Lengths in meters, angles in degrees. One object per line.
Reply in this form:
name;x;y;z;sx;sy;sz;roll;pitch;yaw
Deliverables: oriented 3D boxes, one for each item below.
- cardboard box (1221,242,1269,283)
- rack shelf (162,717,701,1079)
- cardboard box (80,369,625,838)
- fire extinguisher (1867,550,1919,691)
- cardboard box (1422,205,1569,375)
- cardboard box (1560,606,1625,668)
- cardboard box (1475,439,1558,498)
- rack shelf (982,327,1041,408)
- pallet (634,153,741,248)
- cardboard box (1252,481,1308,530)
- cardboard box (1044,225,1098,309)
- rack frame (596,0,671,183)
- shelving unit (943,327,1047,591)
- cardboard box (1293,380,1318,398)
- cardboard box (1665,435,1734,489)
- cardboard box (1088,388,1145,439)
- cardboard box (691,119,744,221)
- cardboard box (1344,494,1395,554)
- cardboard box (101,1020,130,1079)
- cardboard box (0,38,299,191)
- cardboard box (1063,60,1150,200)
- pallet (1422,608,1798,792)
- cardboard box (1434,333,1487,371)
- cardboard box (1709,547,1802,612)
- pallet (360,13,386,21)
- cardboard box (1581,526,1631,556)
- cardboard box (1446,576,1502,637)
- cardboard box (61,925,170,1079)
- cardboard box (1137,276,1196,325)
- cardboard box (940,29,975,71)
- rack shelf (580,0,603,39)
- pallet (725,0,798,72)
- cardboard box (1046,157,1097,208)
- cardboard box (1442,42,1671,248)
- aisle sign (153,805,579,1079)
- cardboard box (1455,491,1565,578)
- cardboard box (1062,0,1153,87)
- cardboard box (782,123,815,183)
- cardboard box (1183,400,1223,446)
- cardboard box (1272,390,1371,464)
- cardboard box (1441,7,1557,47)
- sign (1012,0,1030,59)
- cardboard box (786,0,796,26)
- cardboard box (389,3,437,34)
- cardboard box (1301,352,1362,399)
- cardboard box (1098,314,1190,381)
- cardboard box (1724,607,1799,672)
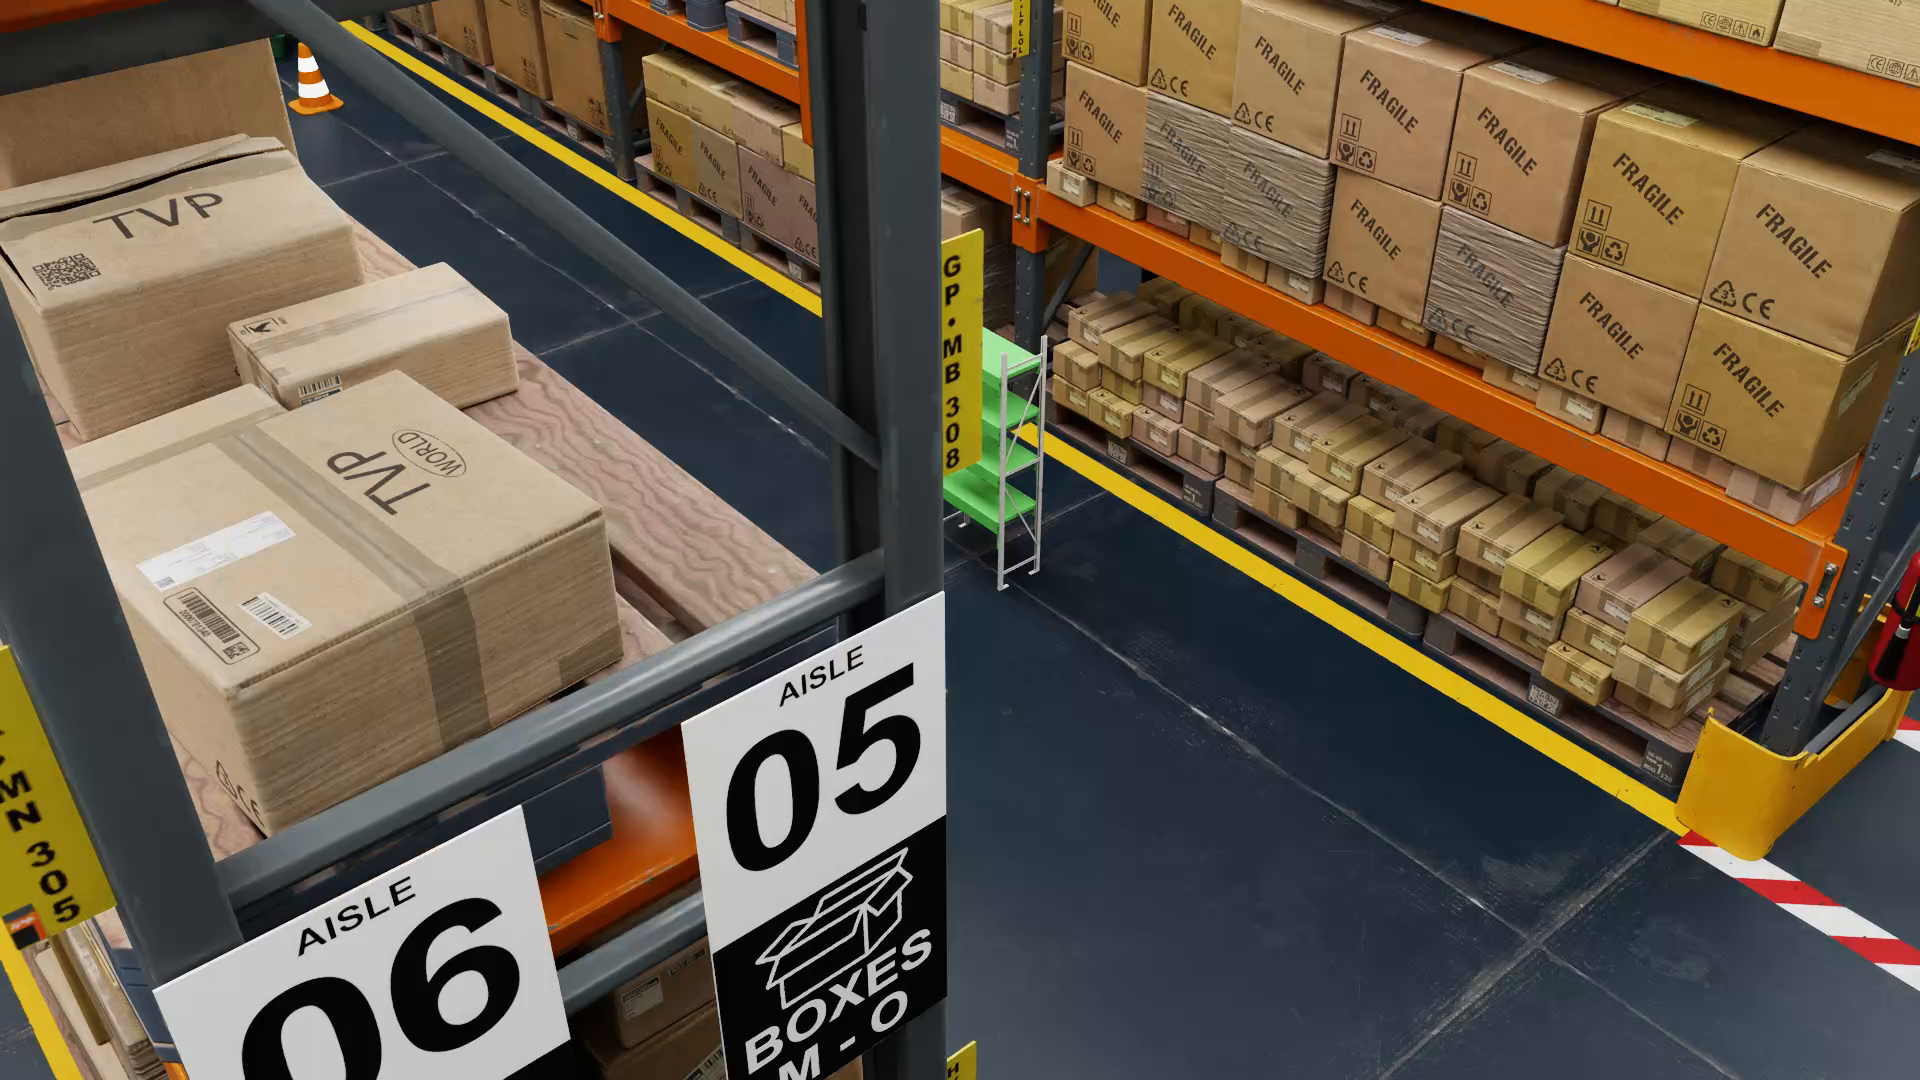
cardboard box;1.348;-1.267;7.161;0.380;0.149;0.250;-25;42;-31
rack shelf;-1.730;-0.215;3.486;1.077;0.370;4.000;-26;43;-32
cardboard box;-0.798;0.058;2.157;0.500;0.250;0.500;30;45;35
fire extinguisher;3.087;0.174;5.298;0.296;0.674;0.183;-26;43;-32
cardboard box;2.127;-1.007;6.232;0.500;0.500;0.500;-26;43;-32
cardboard box;2.591;0.316;6.555;0.380;0.149;0.250;-27;43;-33
cardboard box;2.469;-0.342;7.226;0.380;0.149;0.250;-24;42;-30
rack shelf;0.107;-0.756;7.060;0.258;0.148;0.480;-26;43;-32
pallet;-1.383;-2.341;10.873;1.003;0.211;1.213;-26;43;-32
cardboard box;1.553;-0.228;7.580;0.380;0.149;0.250;-27;44;-33
cardboard box;0.421;-1.635;9.263;0.500;0.500;0.500;-24;42;-30
rack frame;-1.886;-3.825;10.555;1.000;3.000;0.127;-26;43;-32
shelving unit;0.107;-0.417;7.300;0.258;1.200;0.503;-26;43;-32
cardboard box;1.778;-0.688;7.973;0.380;0.149;0.250;-25;42;-31
cardboard box;2.719;-0.353;5.870;0.380;0.149;0.250;-26;43;-32
cardboard box;0.857;-0.669;8.202;0.380;0.149;0.250;-25;42;-31
cardboard box;-1.297;-2.348;10.269;0.500;0.500;0.500;-25;43;-31
cardboard box;1.886;-0.121;7.172;0.380;0.149;0.250;-24;42;-30
cardboard box;-1.605;0.992;3.667;0.500;0.500;0.500;-25;42;-31
cardboard box;-1.626;-0.825;3.188;0.500;0.500;0.500;-25;42;-31
cardboard box;0.823;-1.908;7.505;0.500;0.500;0.500;-27;43;-33
pallet;2.731;0.440;6.946;1.003;0.211;1.213;-26;43;-32
cardboard box;2.087;-0.830;6.544;0.380;0.149;0.250;-28;44;-34
cardboard box;3.198;0.099;6.604;0.380;0.149;0.250;-28;44;-34
pallet;-4.898;-4.818;14.370;1.003;0.211;1.213;-26;43;-32
cardboard box;2.776;0.034;6.953;0.380;0.149;0.250;-25;43;-31
cardboard box;2.260;0.216;6.953;0.380;0.149;0.250;-26;43;-31
cardboard box;-1.292;0.805;3.066;0.500;0.500;0.500;-26;43;-32
cardboard box;1.124;-1.249;8.507;0.380;0.149;0.250;-25;42;-31
cardboard box;0.117;-2.467;8.234;0.380;0.149;0.250;-26;43;-31
rack shelf;-3.176;-4.414;12.010;1.077;0.370;4.000;-26;43;-32
pallet;-0.577;-2.888;9.398;1.003;0.211;1.213;-26;43;-32
cardboard box;0.628;-1.709;7.785;0.380;0.149;0.250;-24;42;-30
cardboard box;2.122;-1.422;5.954;0.500;0.500;0.500;-24;42;-30
aisle sign;-0.630;0.685;1.939;0.394;0.787;0.004;-26;43;-32
cardboard box;2.240;-0.020;6.771;0.380;0.149;0.250;-28;44;-33
cardboard box;0.801;-2.339;7.248;0.500;0.500;0.500;-25;42;-31
cardboard box;-0.652;-2.211;9.427;0.500;0.250;0.500;-28;44;-34
cardboard box;1.274;-0.616;7.870;0.380;0.149;0.250;-28;44;-34
cardboard box;1.619;-0.504;7.455;0.380;0.149;0.250;-28;44;-34
cardboard box;2.209;-1.842;6.547;0.500;0.500;0.500;-28;44;-33
sign;0.274;-2.323;7.432;0.100;0.325;0.005;-26;43;-32
cardboard box;-0.727;-2.921;9.133;0.380;0.149;0.250;-28;44;-33
cardboard box;-3.998;-4.604;13.238;1.050;0.750;0.750;-26;43;-32
cardboard box;1.838;-0.815;7.895;0.380;0.149;0.250;-28;44;-34
cardboard box;0.892;-0.936;8.065;0.380;0.149;0.250;-24;42;-30
cardboard box;3.183;0.349;6.766;0.380;0.149;0.250;-25;42;-31
